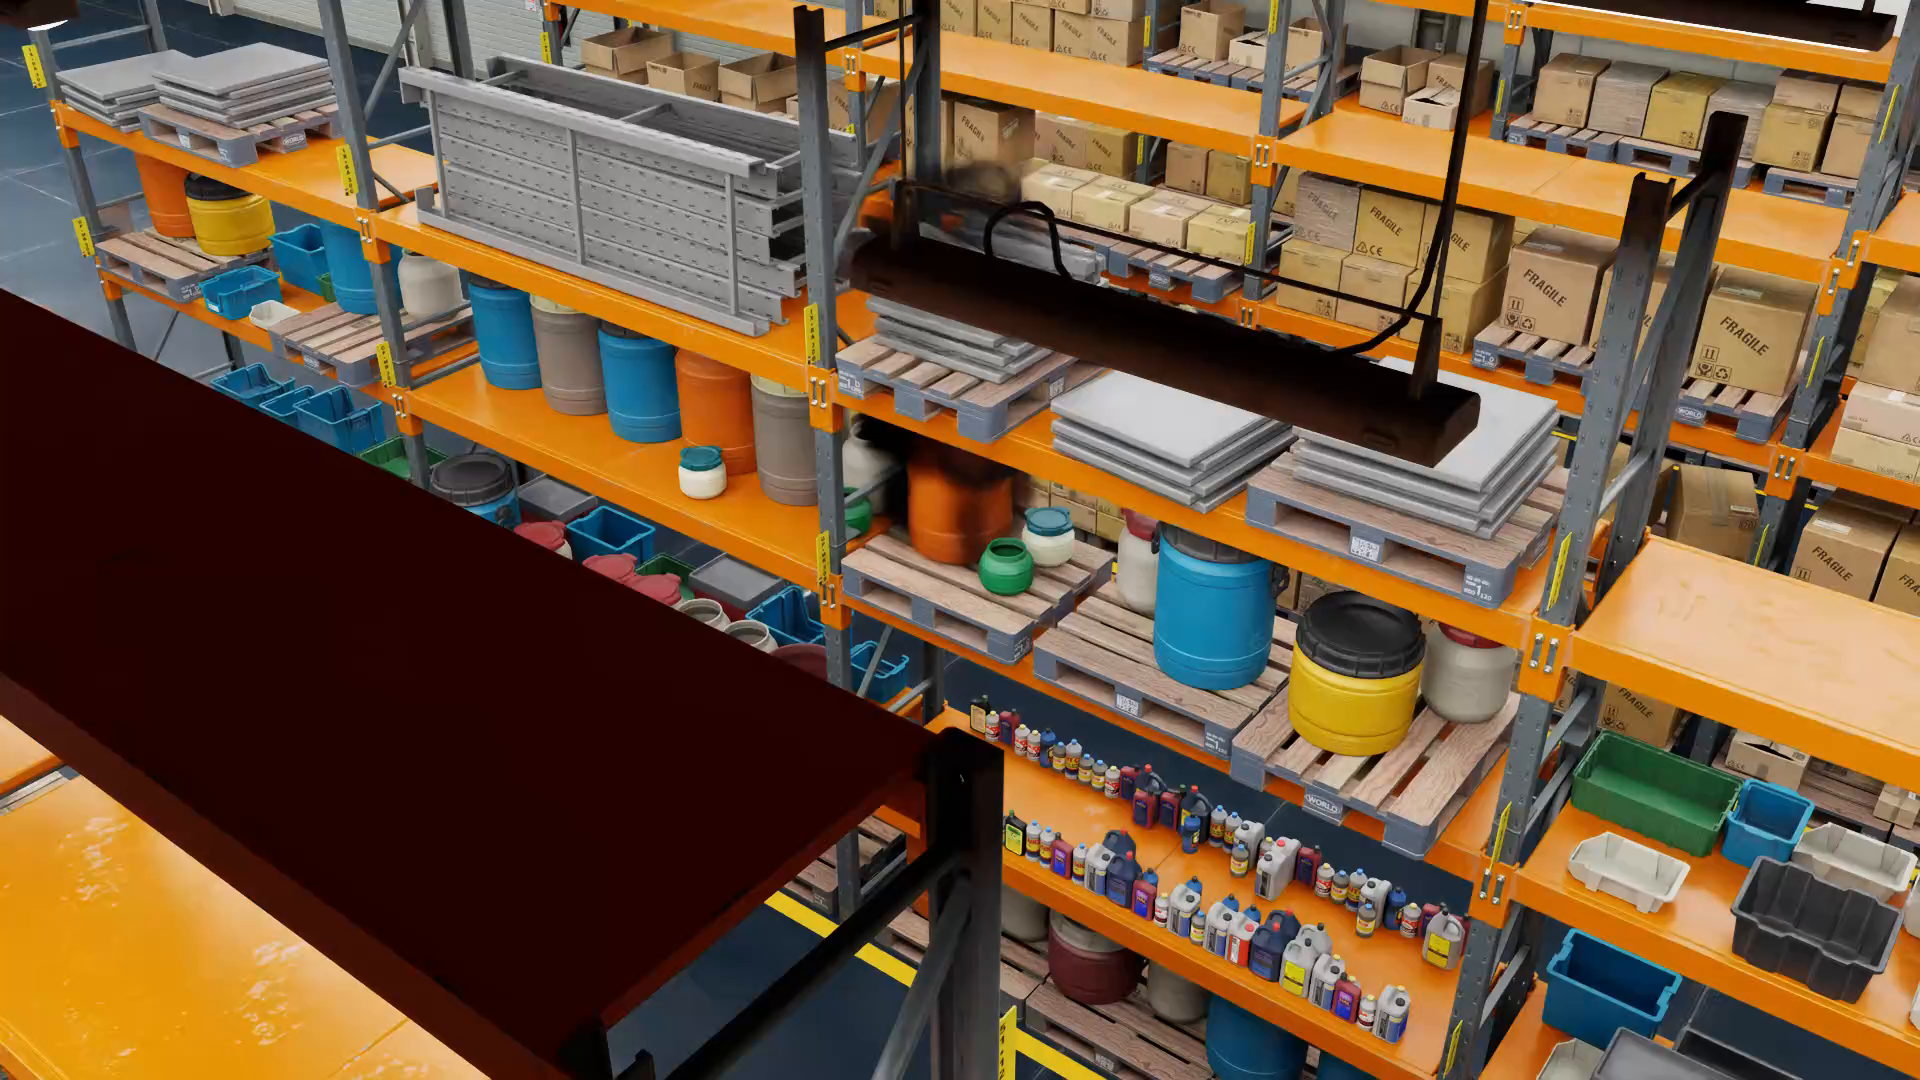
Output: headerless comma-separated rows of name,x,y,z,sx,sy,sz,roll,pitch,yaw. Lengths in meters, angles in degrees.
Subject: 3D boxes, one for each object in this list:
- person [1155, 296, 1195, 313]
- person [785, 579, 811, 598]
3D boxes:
person,2.126,-1.818,16.690,0.792,1.671,0.527,14,34,22
person,-1.706,-0.096,13.948,0.887,1.553,0.533,10,33,16
